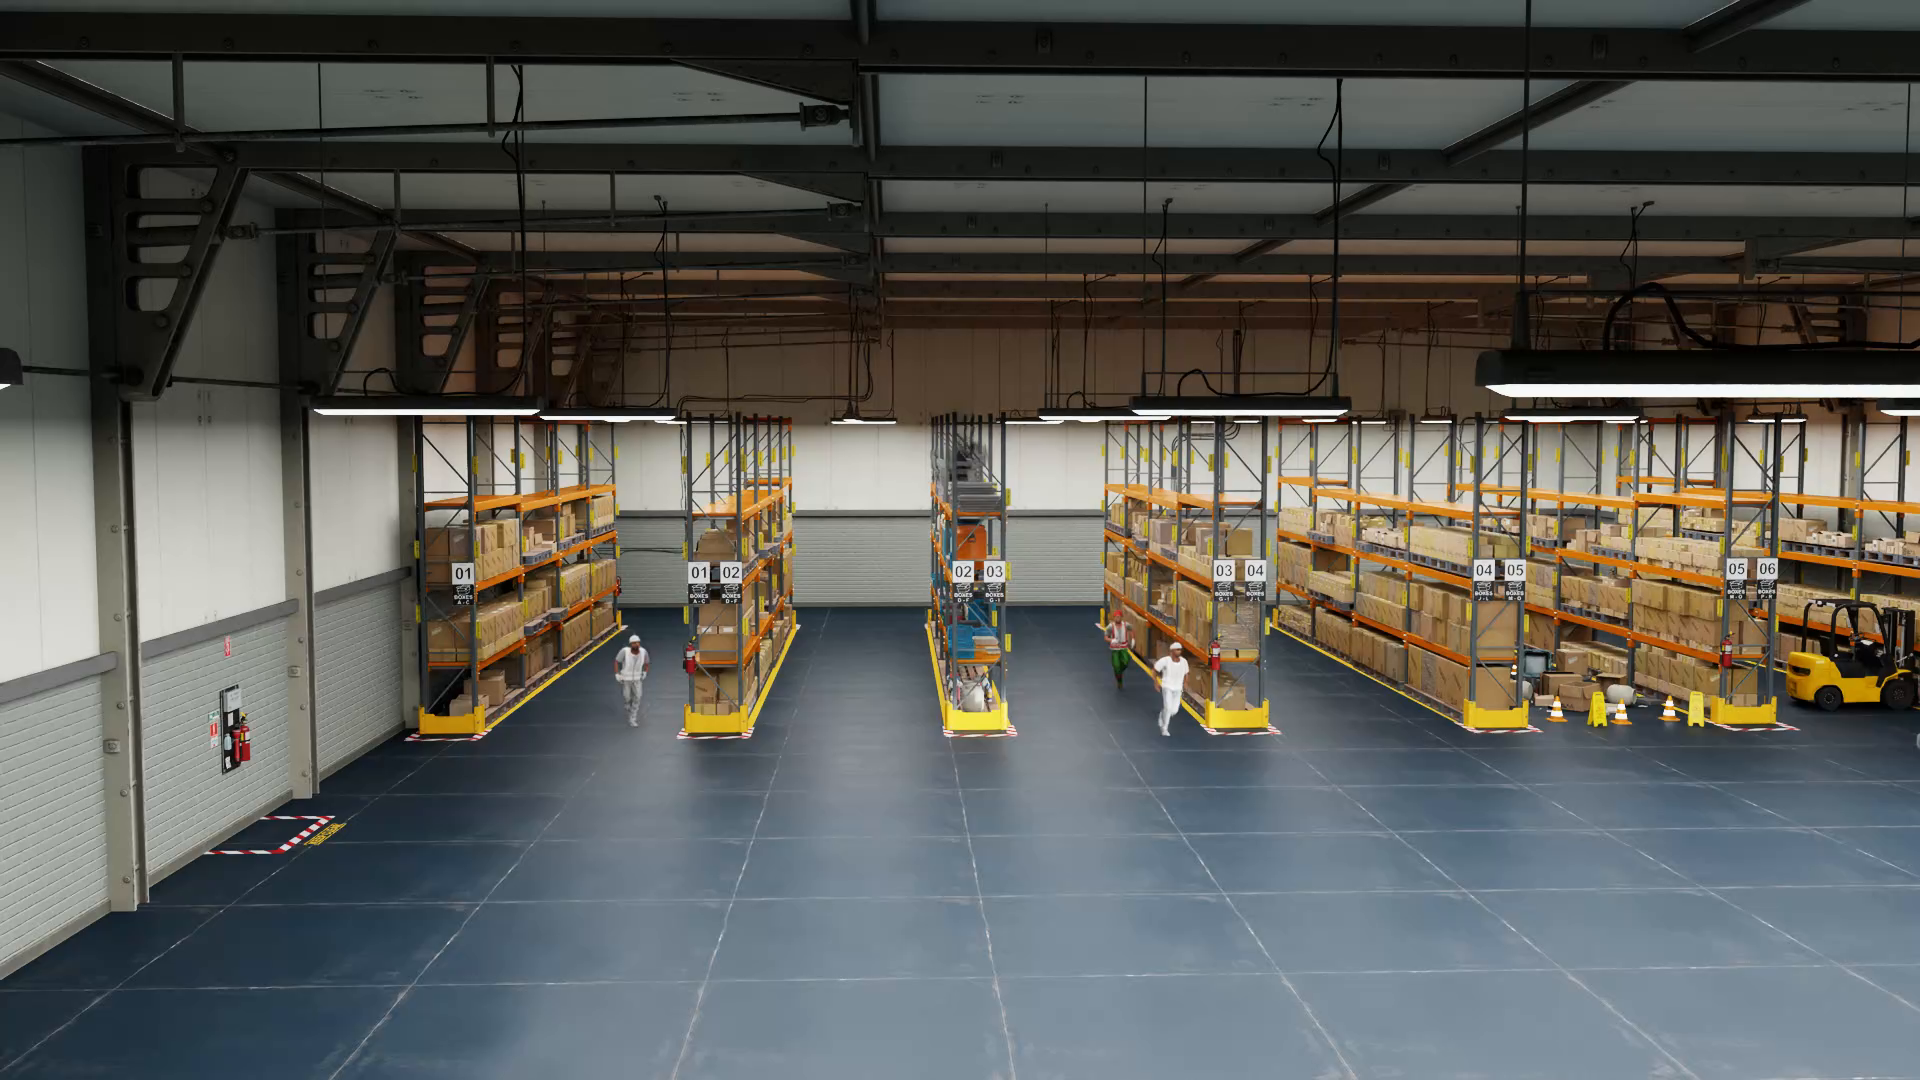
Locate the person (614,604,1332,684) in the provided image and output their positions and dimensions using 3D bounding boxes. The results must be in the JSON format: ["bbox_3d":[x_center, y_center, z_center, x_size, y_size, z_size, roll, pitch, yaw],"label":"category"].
[{"bbox_3d":[4.763,1.893,43.723,30.119,1.728,13.703,-2,4,-22],"label":"person"}]

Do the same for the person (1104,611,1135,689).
[{"bbox_3d":[3.492,2.397,36.161,0.709,1.725,0.651,0,4,-4],"label":"person"}]

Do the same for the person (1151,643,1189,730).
[{"bbox_3d":[3.946,2.723,31.071,0.745,1.627,0.607,-1,4,-16],"label":"person"}]

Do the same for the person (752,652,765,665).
[{"bbox_3d":[6.651,2.477,31.927,15.384,1.242,20.150,-2,4,-30],"label":"person"}]
